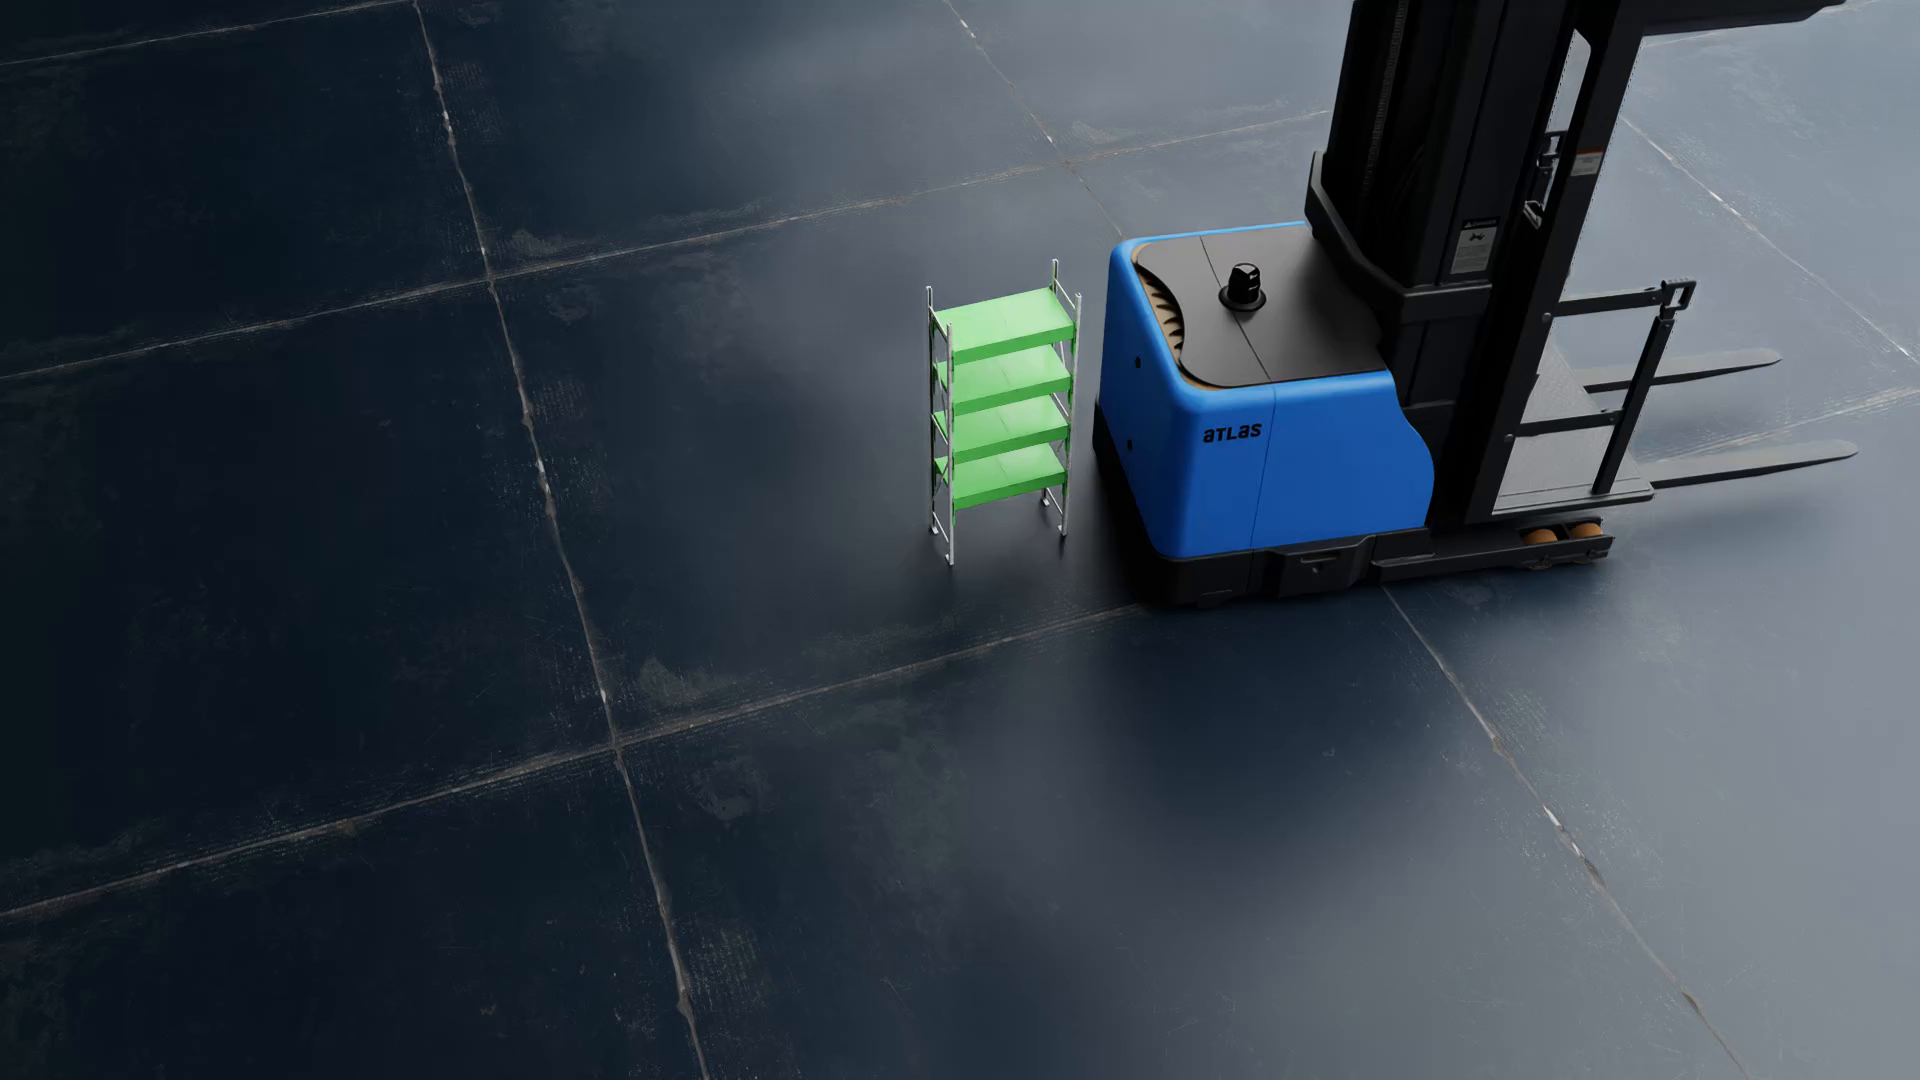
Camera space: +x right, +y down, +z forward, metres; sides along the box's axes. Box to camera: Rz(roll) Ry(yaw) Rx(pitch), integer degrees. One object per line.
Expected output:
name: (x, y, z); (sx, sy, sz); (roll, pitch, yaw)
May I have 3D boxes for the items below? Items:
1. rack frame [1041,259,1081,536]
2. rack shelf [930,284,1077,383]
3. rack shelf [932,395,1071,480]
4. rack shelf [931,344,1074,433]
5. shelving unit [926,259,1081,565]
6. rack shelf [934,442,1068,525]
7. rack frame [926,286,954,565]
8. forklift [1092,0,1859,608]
rack frame: (0.385, -0.522, 6.423); (0.015, 1.200, 0.240); (-14, 47, -14)
rack shelf: (0.156, -0.757, 6.070); (0.480, 0.148, 0.258); (-14, 47, -14)
rack shelf: (0.156, -0.418, 6.410); (0.480, 0.148, 0.258); (-14, 47, -14)
rack shelf: (0.156, -0.588, 6.240); (0.480, 0.148, 0.258); (-14, 47, -14)
shelving unit: (0.156, -0.463, 6.365); (0.503, 1.200, 0.258); (-14, 47, -14)
rack shelf: (0.156, -0.249, 6.580); (0.480, 0.148, 0.258); (-14, 47, -14)
rack frame: (-0.074, -0.405, 6.306); (0.015, 1.200, 0.240); (-14, 47, -14)
forklift: (2.128, -1.279, 5.955); (3.031, 2.935, 1.130); (-7, 46, -7)
